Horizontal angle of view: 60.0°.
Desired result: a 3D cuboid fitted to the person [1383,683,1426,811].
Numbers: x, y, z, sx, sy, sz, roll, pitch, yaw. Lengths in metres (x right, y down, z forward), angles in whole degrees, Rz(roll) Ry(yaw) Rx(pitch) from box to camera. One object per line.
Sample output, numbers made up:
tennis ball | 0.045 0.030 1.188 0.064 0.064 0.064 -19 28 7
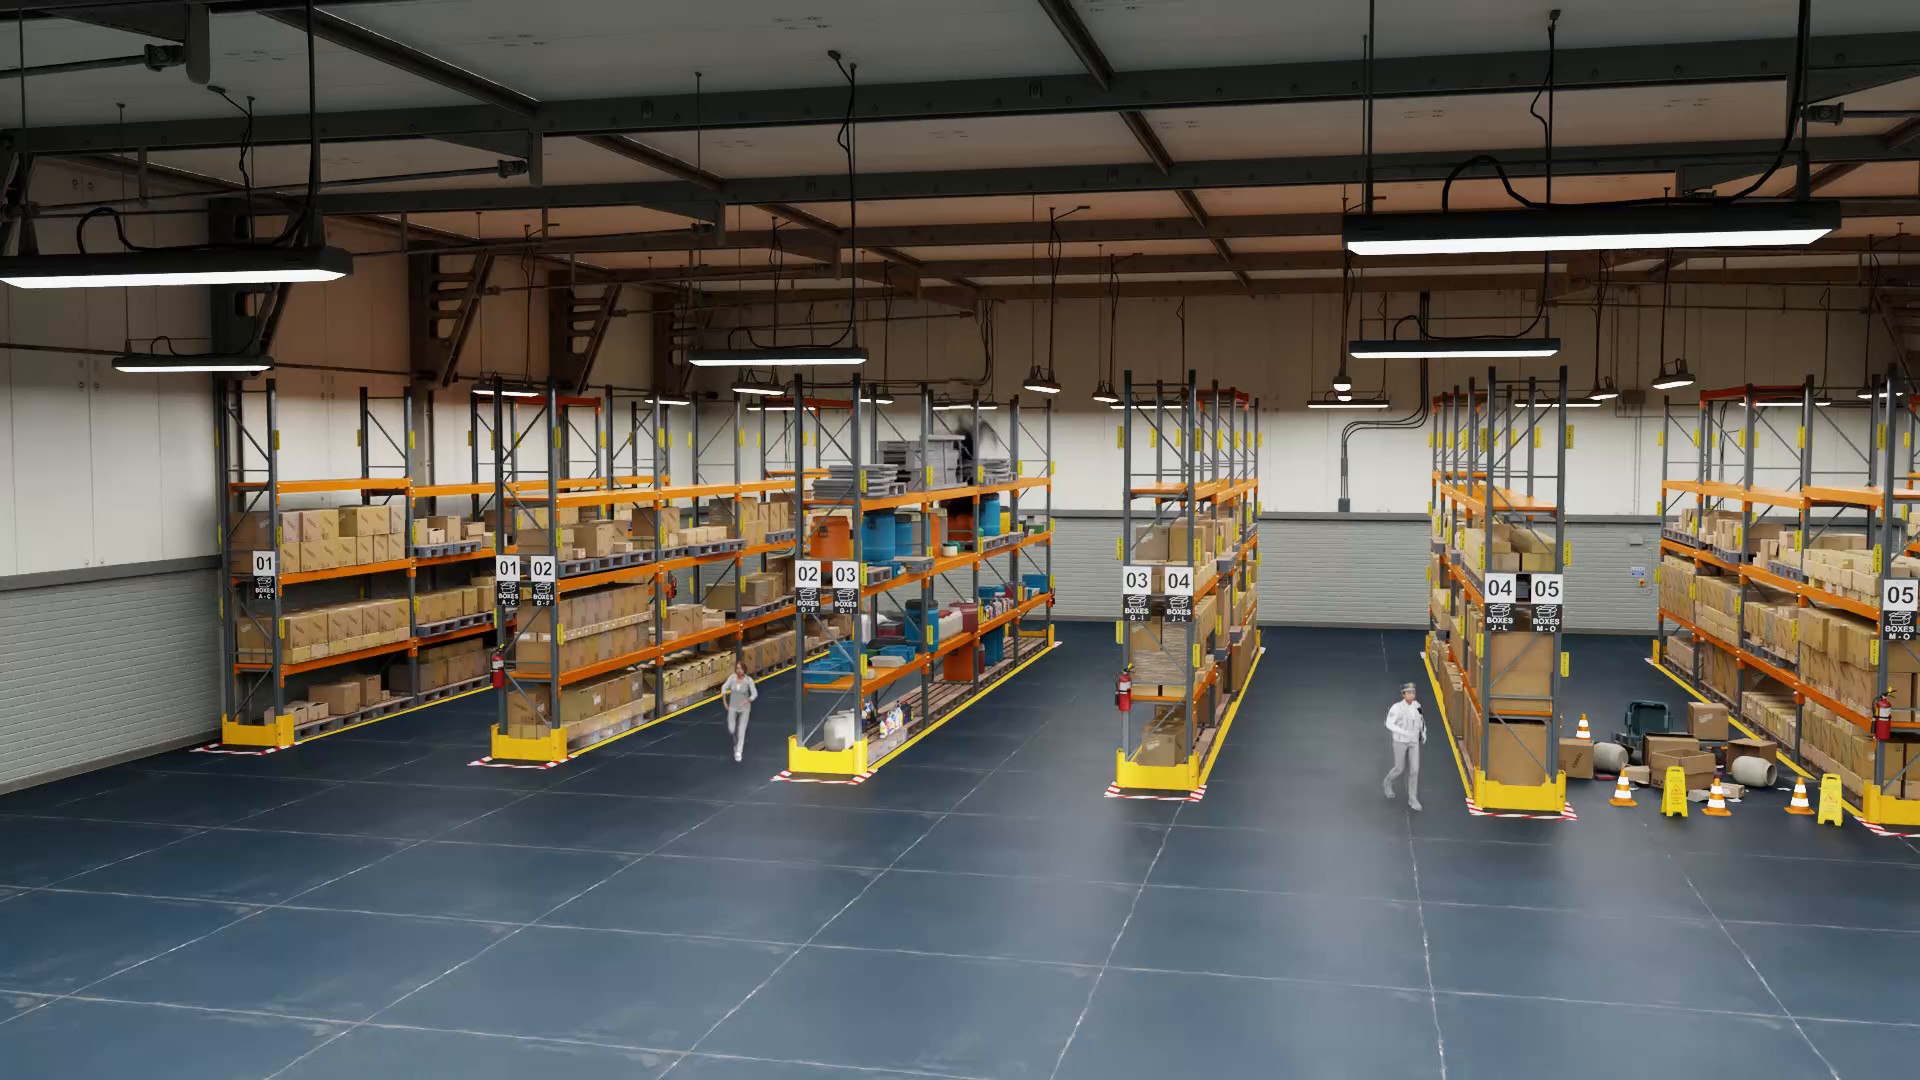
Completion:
person | 6.122 2.790 22.842 0.638 1.711 0.814 -1 4 -14

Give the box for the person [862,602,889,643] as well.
person | -1.773 2.133 33.507 0.724 1.765 0.956 1 4 18

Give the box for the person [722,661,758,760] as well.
person | -3.444 2.664 25.868 0.585 1.559 0.500 0 3 2
